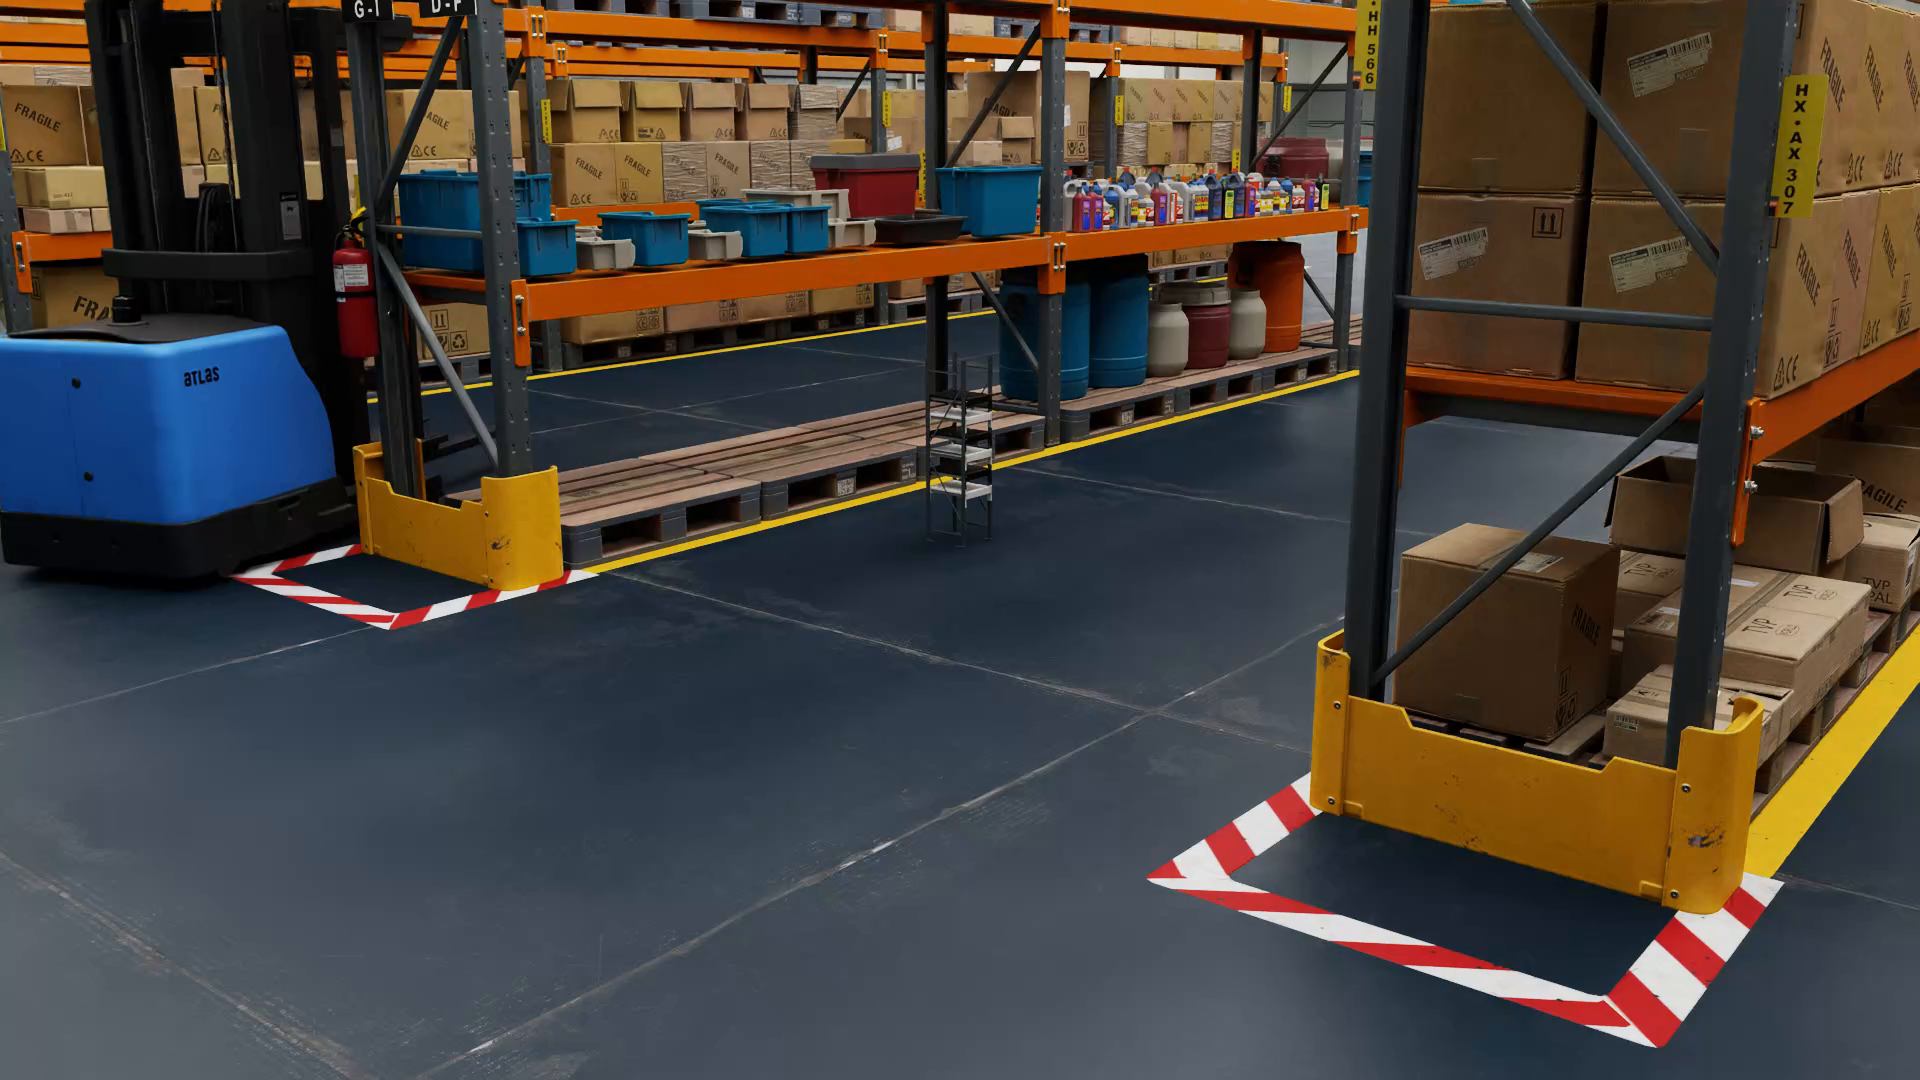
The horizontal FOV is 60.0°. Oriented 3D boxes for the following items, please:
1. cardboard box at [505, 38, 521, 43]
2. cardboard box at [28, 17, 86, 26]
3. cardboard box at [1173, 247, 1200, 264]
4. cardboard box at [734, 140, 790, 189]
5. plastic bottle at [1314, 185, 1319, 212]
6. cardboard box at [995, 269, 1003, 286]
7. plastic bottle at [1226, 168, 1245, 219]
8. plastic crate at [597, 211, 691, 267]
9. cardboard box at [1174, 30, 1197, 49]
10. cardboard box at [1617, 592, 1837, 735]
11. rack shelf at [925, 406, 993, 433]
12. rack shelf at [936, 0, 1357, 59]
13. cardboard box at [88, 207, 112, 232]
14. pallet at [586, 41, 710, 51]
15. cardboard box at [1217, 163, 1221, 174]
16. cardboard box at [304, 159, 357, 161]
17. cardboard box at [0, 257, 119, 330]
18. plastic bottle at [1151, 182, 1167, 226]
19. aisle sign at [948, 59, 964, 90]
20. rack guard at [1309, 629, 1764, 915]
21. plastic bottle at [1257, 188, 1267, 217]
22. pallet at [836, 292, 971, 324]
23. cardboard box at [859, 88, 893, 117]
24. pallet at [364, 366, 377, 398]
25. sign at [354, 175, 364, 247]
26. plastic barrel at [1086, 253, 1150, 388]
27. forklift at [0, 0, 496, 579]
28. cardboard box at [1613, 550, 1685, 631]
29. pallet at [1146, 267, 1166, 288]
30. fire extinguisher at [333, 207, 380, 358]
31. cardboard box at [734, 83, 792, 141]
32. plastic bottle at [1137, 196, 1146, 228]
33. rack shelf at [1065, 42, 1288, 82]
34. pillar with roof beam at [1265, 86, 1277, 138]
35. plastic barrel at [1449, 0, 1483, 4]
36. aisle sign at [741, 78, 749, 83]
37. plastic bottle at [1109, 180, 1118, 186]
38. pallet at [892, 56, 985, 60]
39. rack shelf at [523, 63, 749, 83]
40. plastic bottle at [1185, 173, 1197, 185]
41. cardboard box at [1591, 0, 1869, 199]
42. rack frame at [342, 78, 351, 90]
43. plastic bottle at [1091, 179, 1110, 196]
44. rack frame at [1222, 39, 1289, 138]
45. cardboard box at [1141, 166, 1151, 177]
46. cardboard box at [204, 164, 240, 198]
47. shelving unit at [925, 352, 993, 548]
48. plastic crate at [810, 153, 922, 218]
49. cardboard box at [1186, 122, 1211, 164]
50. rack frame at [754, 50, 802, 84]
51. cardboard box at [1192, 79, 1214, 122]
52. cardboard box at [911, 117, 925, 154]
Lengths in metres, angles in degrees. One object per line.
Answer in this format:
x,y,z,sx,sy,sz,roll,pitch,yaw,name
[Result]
-5.091,-5.792,18.536,0.500,0.500,0.500,11,18,38,cardboard box
-8.184,-4.727,14.849,0.500,0.250,0.500,11,18,37,cardboard box
2.730,-3.822,21.299,0.500,0.500,0.500,14,20,43,cardboard box
-1.895,-3.373,15.104,0.500,0.500,0.500,11,18,36,cardboard box
2.708,-2.626,12.771,0.097,0.201,0.097,0,14,0,plastic bottle
0.310,-3.109,18.454,0.700,0.500,0.500,9,17,33,cardboard box
1.944,-2.475,11.873,0.144,0.351,0.185,11,18,38,plastic bottle
-1.486,-1.423,7.852,0.416,0.233,0.300,11,18,38,plastic crate
2.510,-6.041,20.023,0.500,0.250,0.500,10,18,35,cardboard box
2.416,0.378,5.235,0.500,0.250,0.500,11,18,38,cardboard box
-0.005,-0.577,7.970,0.258,0.077,0.200,11,18,38,rack shelf
1.460,-3.607,11.599,1.077,0.370,4.000,11,18,38,rack shelf
-5.524,-2.064,10.666,0.380,0.149,0.250,11,18,37,cardboard box
-3.866,-6.147,20.519,1.003,0.211,1.213,12,19,40,pallet
3.101,-4.733,21.174,0.380,0.149,0.250,11,18,38,cardboard box
-4.786,-2.713,12.411,0.500,0.250,0.500,12,18,39,cardboard box
-5.823,-1.428,11.115,0.875,0.875,0.875,11,18,38,cardboard box
1.324,-2.237,11.073,0.061,0.283,0.133,11,18,38,plastic bottle
-0.090,-7.291,25.449,0.394,0.787,0.004,11,18,38,aisle sign
1.587,0.611,4.702,1.175,0.500,0.348,11,18,38,rack guard
2.196,-2.470,12.157,0.097,0.201,0.097,0,14,0,plastic bottle
-0.643,-2.449,17.336,1.003,0.211,1.213,11,18,38,pallet
-1.456,-6.071,23.432,0.875,0.550,0.550,11,18,38,cardboard box
-4.955,-1.166,12.283,1.003,0.211,1.213,11,18,38,pallet
-2.749,-1.514,7.660,0.100,0.325,0.005,11,18,38,sign
1.003,-1.543,11.512,0.600,0.901,0.708,11,18,38,plastic barrel
-3.393,-1.571,8.356,1.130,2.935,3.031,4,15,16,forklift
2.310,0.214,5.879,0.500,0.250,0.500,11,18,38,cardboard box
1.773,-3.200,20.291,1.003,0.211,1.213,11,18,38,pallet
-2.759,-1.176,7.575,0.296,0.674,0.183,11,18,38,fire extinguisher
-2.019,-3.924,15.238,0.797,0.503,0.637,12,18,39,cardboard box
1.176,-2.159,10.934,0.097,0.201,0.097,0,14,0,plastic bottle
2.636,-5.906,20.647,1.077,0.370,4.000,11,18,38,rack shelf
13.387,-15.477,50.772,9.100,9.000,0.400,11,18,38,pillar with roof beam
4.258,-4.966,14.470,0.600,0.901,0.708,11,18,38,plastic barrel
-3.551,-7.944,28.022,0.394,0.787,0.004,11,18,38,aisle sign
1.085,-2.403,11.752,0.097,0.271,0.097,0,14,0,plastic bottle
-0.360,-7.238,24.609,1.003,0.211,1.213,11,18,38,pallet
-5.072,-7.439,26.684,1.077,0.370,4.000,11,18,38,rack shelf
1.783,-2.688,12.851,0.061,0.283,0.133,11,18,38,plastic bottle
2.023,-1.163,4.375,0.500,0.500,0.500,12,19,39,cardboard box
-10.192,-6.719,28.478,1.000,3.000,0.127,11,18,38,rack frame
0.976,-2.421,11.813,0.152,0.276,0.135,11,18,38,plastic bottle
3.893,-5.184,22.436,1.000,3.000,0.127,11,18,38,rack frame
2.051,-4.388,19.816,0.380,0.149,0.250,11,18,38,cardboard box
-5.012,-2.437,11.326,0.500,0.250,0.500,11,18,36,cardboard box
-0.005,-0.435,8.006,0.258,0.900,0.210,11,18,38,shelving unit
-0.553,-2.047,9.837,0.402,0.464,0.583,11,18,38,plastic crate
2.634,-4.978,20.818,0.875,0.500,0.500,11,18,38,cardboard box
-2.416,-5.205,22.518,1.000,3.000,0.127,11,18,38,rack frame
2.793,-5.431,20.571,0.500,0.500,0.500,11,18,38,cardboard box
-0.554,-4.136,17.254,0.500,0.500,0.700,-13,19,-41,cardboard box
